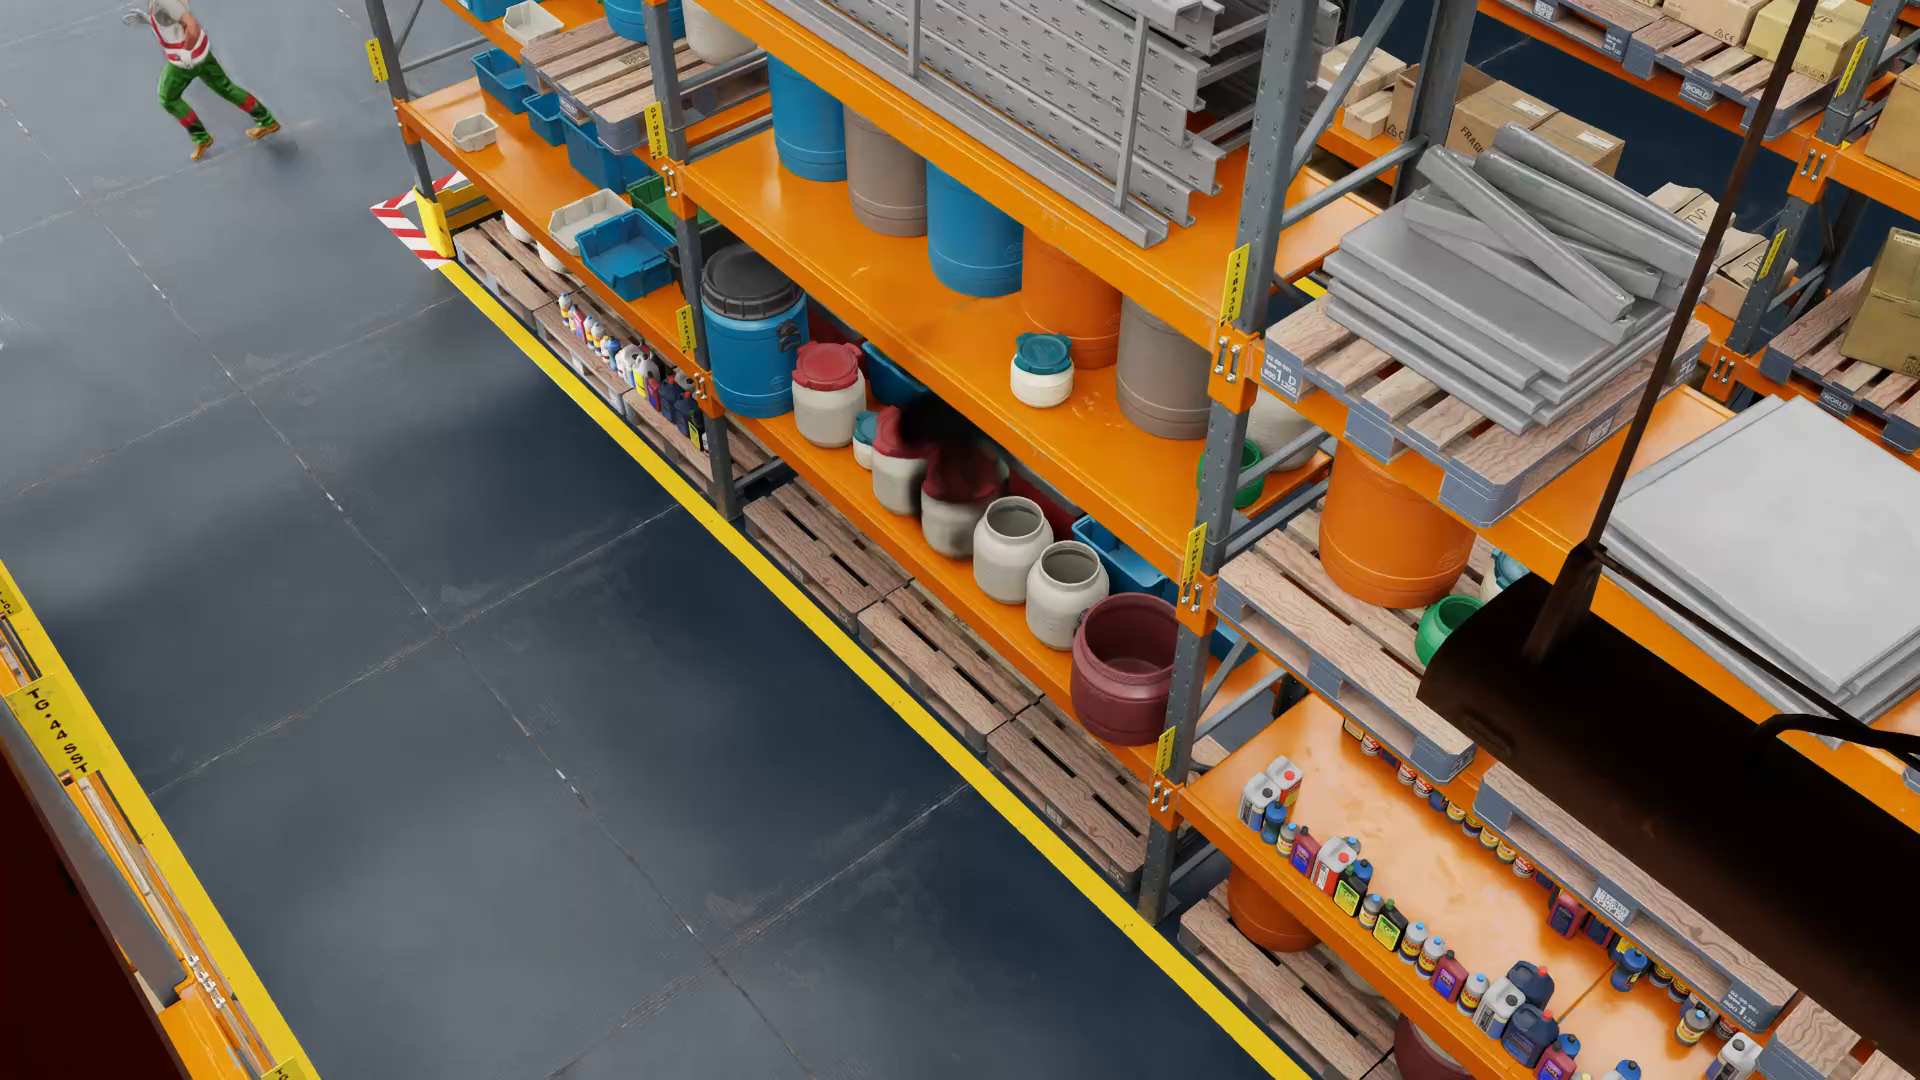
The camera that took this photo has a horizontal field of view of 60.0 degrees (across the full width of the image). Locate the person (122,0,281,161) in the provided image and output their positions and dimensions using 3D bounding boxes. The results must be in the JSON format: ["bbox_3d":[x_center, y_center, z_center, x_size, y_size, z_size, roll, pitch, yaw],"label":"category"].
[{"bbox_3d":[-6.204,-3.889,13.444,0.908,1.818,0.676,-4,47,-4],"label":"person"}]
